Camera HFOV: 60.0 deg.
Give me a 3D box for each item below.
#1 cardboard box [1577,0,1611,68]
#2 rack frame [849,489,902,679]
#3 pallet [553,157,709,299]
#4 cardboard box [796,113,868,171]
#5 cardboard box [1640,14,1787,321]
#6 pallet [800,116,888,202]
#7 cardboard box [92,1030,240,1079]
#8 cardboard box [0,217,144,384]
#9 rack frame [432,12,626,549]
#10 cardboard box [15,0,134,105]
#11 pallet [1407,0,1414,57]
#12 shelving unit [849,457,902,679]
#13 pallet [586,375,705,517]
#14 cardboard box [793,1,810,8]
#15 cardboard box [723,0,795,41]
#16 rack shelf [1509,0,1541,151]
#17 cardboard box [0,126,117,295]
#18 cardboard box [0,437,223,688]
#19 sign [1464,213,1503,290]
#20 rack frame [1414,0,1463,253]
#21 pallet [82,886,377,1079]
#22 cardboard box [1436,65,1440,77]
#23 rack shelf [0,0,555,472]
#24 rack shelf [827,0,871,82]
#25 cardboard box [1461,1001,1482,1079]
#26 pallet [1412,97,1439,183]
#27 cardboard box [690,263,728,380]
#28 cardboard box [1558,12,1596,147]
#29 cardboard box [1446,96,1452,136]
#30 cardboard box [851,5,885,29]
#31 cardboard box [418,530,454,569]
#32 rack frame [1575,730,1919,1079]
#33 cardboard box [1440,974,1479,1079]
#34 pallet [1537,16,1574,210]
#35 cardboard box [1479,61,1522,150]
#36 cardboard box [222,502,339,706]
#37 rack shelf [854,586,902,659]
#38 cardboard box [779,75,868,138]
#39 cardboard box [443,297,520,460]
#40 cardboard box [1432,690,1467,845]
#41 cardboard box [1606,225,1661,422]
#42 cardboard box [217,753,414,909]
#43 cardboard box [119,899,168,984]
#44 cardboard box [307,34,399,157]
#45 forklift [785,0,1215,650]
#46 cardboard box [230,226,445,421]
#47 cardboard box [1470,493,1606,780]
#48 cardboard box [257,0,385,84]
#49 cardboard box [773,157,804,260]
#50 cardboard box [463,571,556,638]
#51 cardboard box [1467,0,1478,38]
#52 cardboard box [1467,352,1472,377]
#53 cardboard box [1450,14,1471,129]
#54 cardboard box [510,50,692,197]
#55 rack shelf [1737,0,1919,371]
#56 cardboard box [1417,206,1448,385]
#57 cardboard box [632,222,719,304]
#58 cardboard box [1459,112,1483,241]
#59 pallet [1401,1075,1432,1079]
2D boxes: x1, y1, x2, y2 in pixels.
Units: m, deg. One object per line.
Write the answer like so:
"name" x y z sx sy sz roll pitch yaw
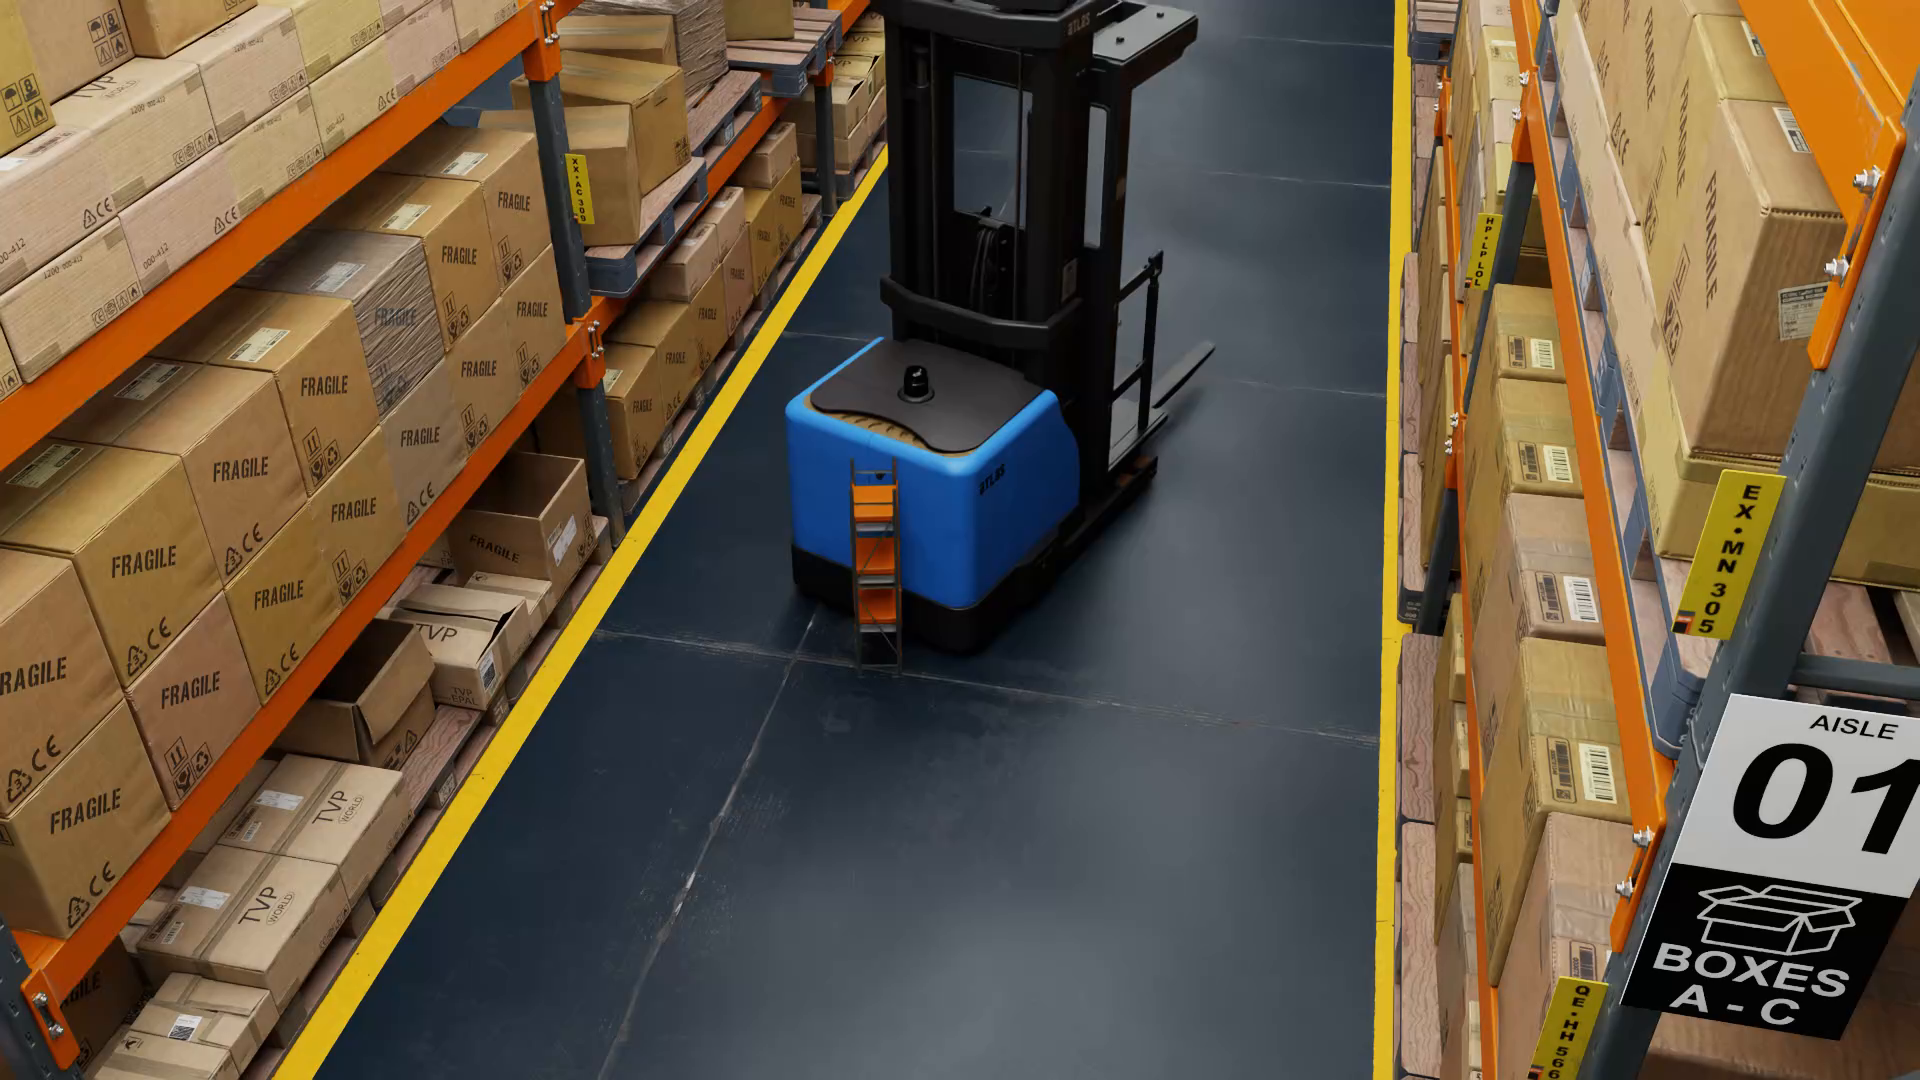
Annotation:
"cardboard box" 2.091 -1.647 4.726 0.500 0.500 0.500 7 36 9
"rack frame" -0.369 0.211 7.334 0.200 1.050 0.008 -1 36 -1
"pallet" -1.942 -1.633 8.381 1.003 0.211 1.213 7 37 10
"cardboard box" -0.966 -2.880 11.923 0.500 0.250 0.500 7 37 10
"cardboard box" 1.774 -0.762 3.505 0.500 0.500 0.500 8 37 11
"pallet" -1.151 -2.898 12.338 1.003 0.211 1.213 7 37 10
"cardboard box" -2.648 1.806 5.527 0.380 0.149 0.250 7 37 10
"cardboard box" -2.596 -0.675 4.467 0.500 0.250 0.500 7 37 10
"rack frame" -2.219 -1.267 7.712 1.000 3.000 0.127 7 37 10
"cardboard box" -2.788 -1.506 4.549 0.700 0.500 0.500 7 37 10
"pallet" 4.439 -4.495 14.542 1.003 0.211 1.213 7 37 10
"shelving unit" -0.372 0.139 7.433 0.215 1.050 0.252 -1 36 -1
"pallet" -2.082 -0.608 9.180 1.003 0.211 1.213 7 37 10
"cardboard box" -1.244 -3.727 11.182 0.500 0.311 0.500 10 37 13
"cardboard box" -1.389 -3.395 10.205 0.700 0.500 0.500 -4 36 -6
"rack shelf" 3.048 -2.718 7.771 1.077 0.370 4.000 7 37 10
"cardboard box" -2.596 -0.877 4.320 0.500 0.250 0.500 7 37 10
"cardboard box" -2.617 0.059 4.945 0.500 0.500 0.500 8 37 10
"sign" 2.089 -1.147 6.627 0.100 0.325 0.005 7 37 10
"rack frame" 3.475 -2.941 10.022 1.000 3.000 0.127 7 37 10
"pallet" -2.888 1.655 6.057 1.003 0.211 1.213 7 37 10
"cardboard box" 4.189 -3.976 13.205 0.700 0.500 0.500 9 37 12
"rack shelf" -2.646 -1.043 5.460 1.077 0.370 4.000 7 37 10
"rack shelf" -0.938 -4.415 12.669 1.077 0.370 4.000 7 37 10
"cardboard box" 1.722 1.568 5.020 0.380 0.149 0.250 8 37 11
"pallet" 3.907 -2.957 12.420 1.003 0.211 1.213 7 37 10
"cardboard box" -1.661 -1.272 9.474 0.500 0.500 0.500 8 37 11
"cardboard box" 2.093 -1.359 4.967 0.500 0.250 0.500 7 36 9
"cardboard box" 2.977 -2.402 9.476 0.380 0.149 0.250 8 37 11
"cardboard box" -0.642 -3.996 12.985 0.500 0.311 0.500 7 36 9
"cardboard box" -2.520 -0.142 8.077 0.500 0.311 0.500 7 37 10
"rack frame" 1.767 1.645 3.694 1.000 3.000 0.127 7 37 10
"cardboard box" 1.925 1.787 5.271 0.700 0.500 0.500 7 37 10
"pallet" 2.436 -1.359 5.358 1.003 0.211 1.213 7 37 10
"cardboard box" 2.698 -2.005 7.735 0.500 0.250 0.500 8 37 11
"cardboard box" -2.506 0.181 5.629 0.500 0.500 0.500 7 37 10
"rack shelf" -0.372 0.372 7.603 0.215 0.259 0.240 -1 36 -1
"cardboard box" -0.966 -3.107 11.758 0.500 0.311 0.500 9 37 12
"cardboard box" -2.184 -0.693 6.834 0.500 0.500 0.500 8 37 11
"cardboard box" 2.251 0.898 6.497 0.700 0.500 0.500 7 37 9
"cardboard box" 1.774 -0.471 3.742 0.500 0.250 0.500 6 36 8
"cardboard box" -2.467 1.112 6.397 0.500 0.250 0.500 7 37 10
"cardboard box" -3.024 1.432 6.027 0.380 0.166 0.250 7 37 10
"cardboard box" -2.279 -1.535 5.654 0.500 0.250 0.500 7 37 10
"forklift" 0.400 -1.509 8.105 1.130 2.935 3.031 20 41 26
"cardboard box" -2.289 -0.807 6.140 0.500 0.500 0.500 8 37 10
"cardboard box" 2.182 0.376 5.190 0.980 0.700 0.700 6 36 8
"cardboard box" -2.277 -1.737 5.507 0.500 0.250 0.500 7 37 10
"cardboard box" -1.335 -2.160 10.700 0.500 0.500 0.500 9 37 12
"cardboard box" -2.085 0.294 7.612 0.380 0.149 0.250 7 37 10
"cardboard box" 3.013 -2.877 8.939 0.500 0.250 0.500 7 36 9
"cardboard box" 2.417 -0.783 7.242 0.380 0.149 0.250 8 37 10
"cardboard box" 3.001 -2.564 9.147 0.500 0.500 0.500 8 37 12
"cardboard box" -1.814 -2.123 8.450 0.700 0.500 0.500 13 38 17
"rack shelf" 2.194 -1.477 3.844 1.077 0.370 4.000 7 37 10
"cardboard box" 2.997 -1.334 9.279 0.750 0.750 0.750 7 37 10
"cardboard box" -1.664 -1.556 9.227 0.500 0.250 0.500 7 37 10
"cardboard box" 2.688 -1.694 7.945 0.500 0.500 0.500 7 37 10
"pallet" 1.861 2.306 5.158 1.003 0.211 1.213 7 37 10
